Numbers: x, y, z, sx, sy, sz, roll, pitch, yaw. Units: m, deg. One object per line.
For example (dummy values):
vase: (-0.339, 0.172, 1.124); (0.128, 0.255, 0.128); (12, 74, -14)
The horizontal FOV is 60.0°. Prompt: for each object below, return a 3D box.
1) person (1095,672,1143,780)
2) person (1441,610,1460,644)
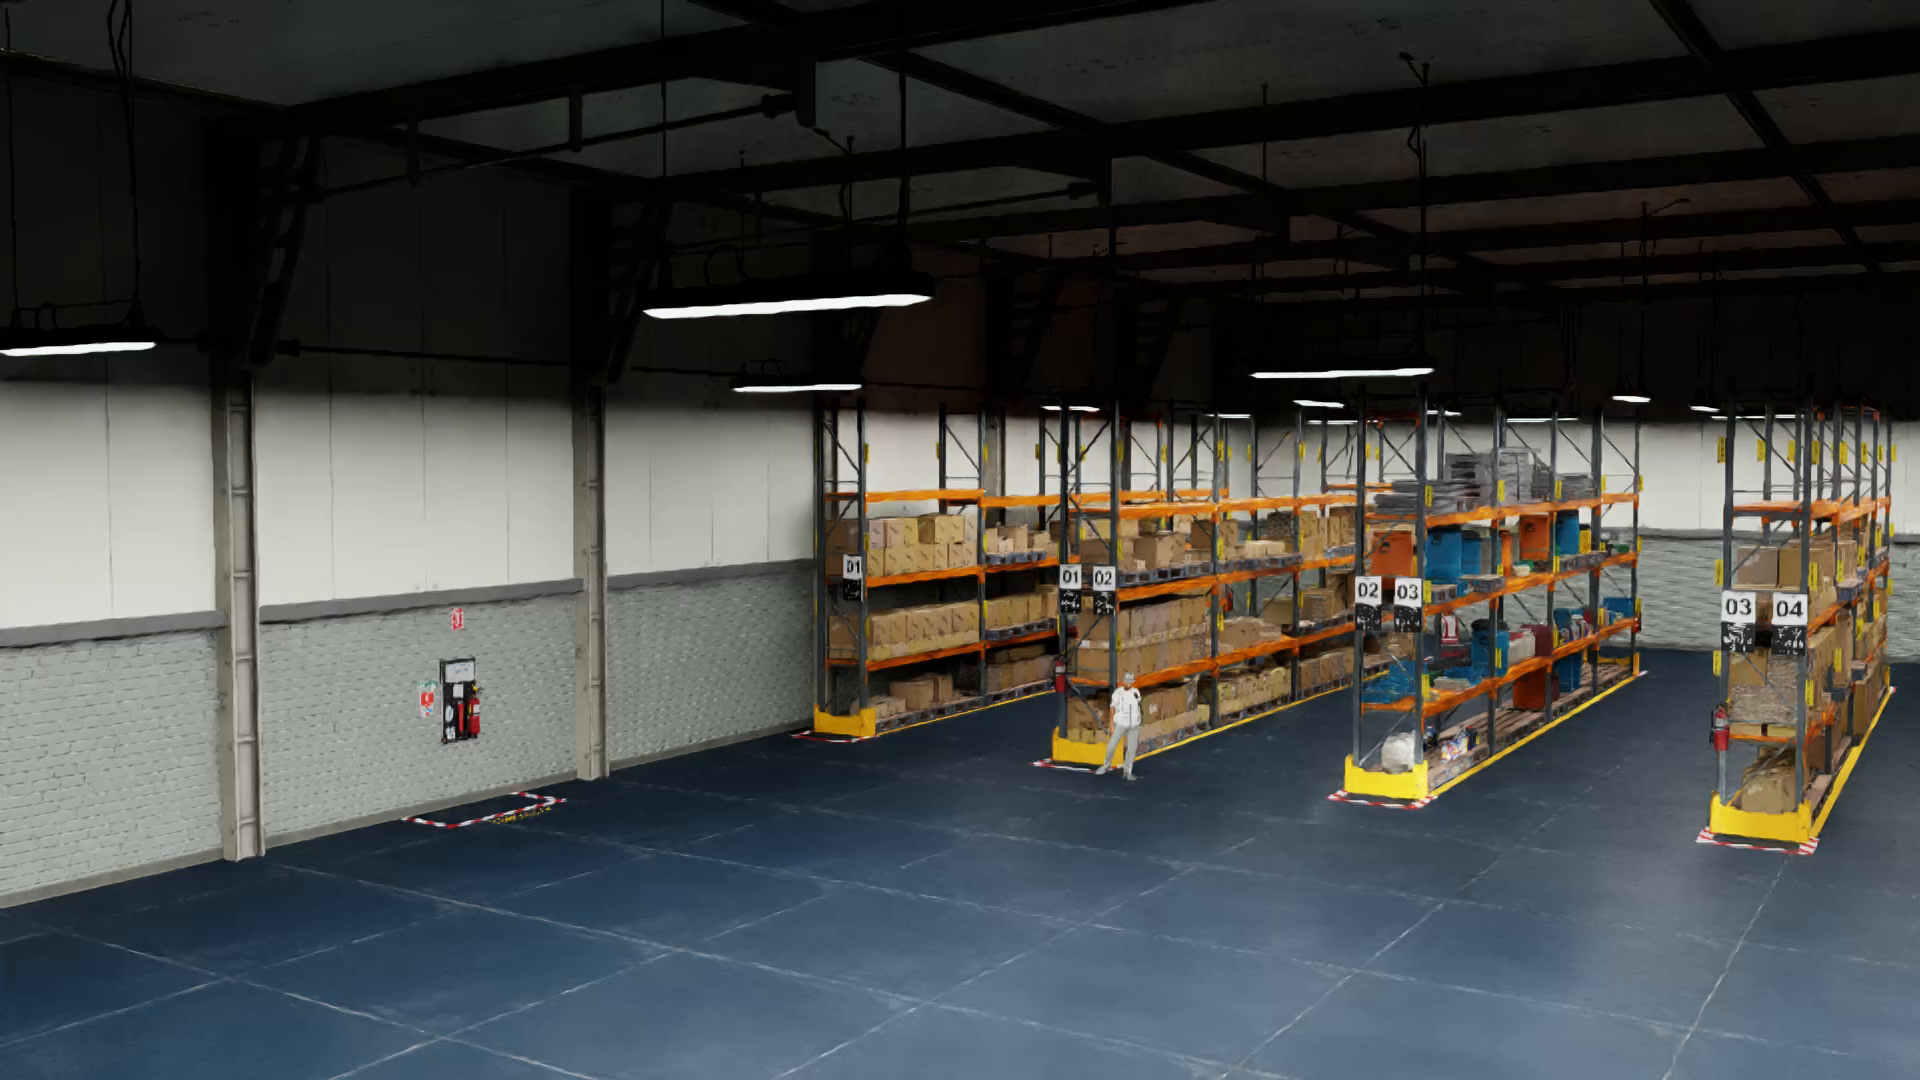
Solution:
person: (2.445, 2.838, 25.521); (0.692, 1.656, 0.539); (0, 3, -9)
person: (10.294, 2.249, 35.161); (0.666, 1.784, 0.588); (-2, 4, -34)
